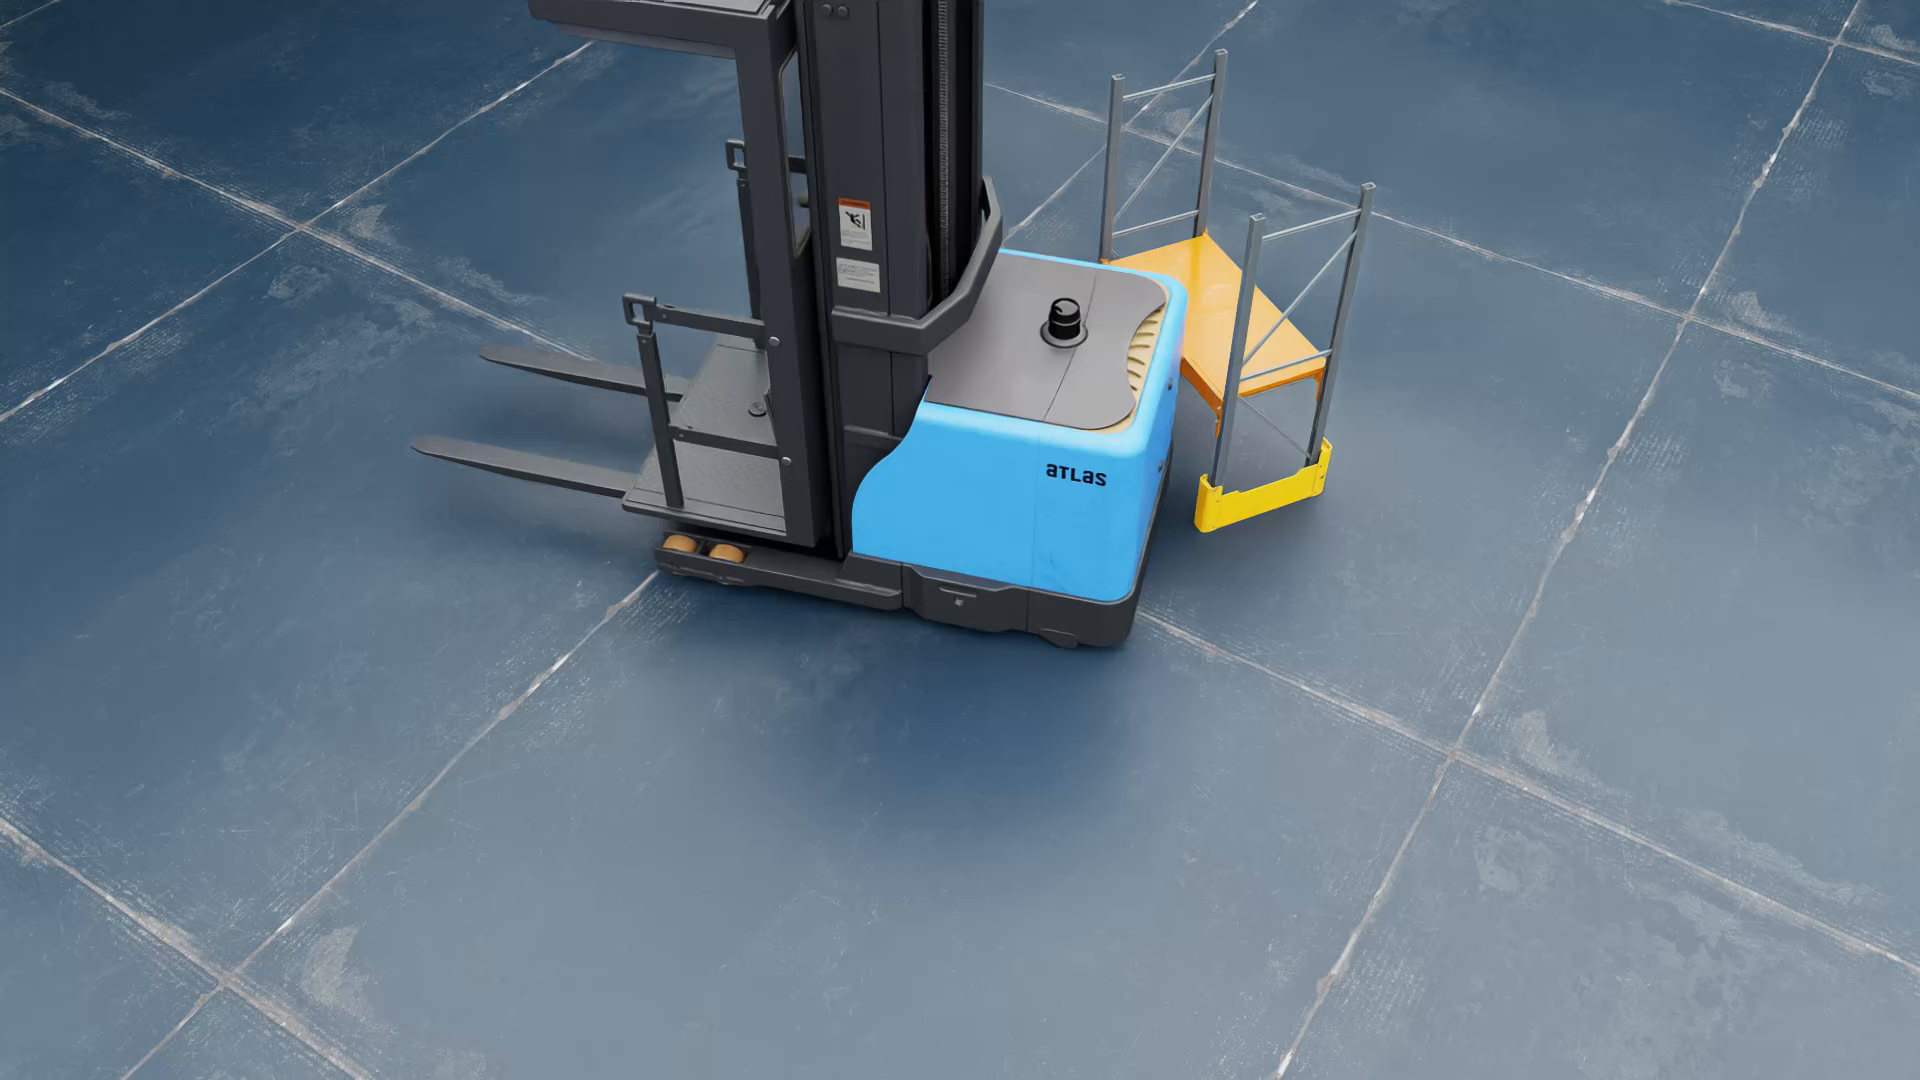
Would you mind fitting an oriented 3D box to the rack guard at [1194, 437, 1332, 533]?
[{"bbox_3d":[1.237,-0.226,6.796,0.587,0.250,0.087,-18,49,-17],"label":"rack guard"}]

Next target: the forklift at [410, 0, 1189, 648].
[{"bbox_3d":[-0.707,-1.198,5.870,3.031,2.935,1.130,11,47,10],"label":"forklift"}]

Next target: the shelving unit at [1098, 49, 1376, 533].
[{"bbox_3d":[1.030,-0.987,6.663,0.587,1.500,1.083,-18,49,-17],"label":"shelving unit"}]

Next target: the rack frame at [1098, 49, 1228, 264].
[{"bbox_3d":[0.816,-1.325,6.991,0.500,1.500,0.032,-18,49,-17],"label":"rack frame"}]

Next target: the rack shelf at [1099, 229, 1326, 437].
[{"bbox_3d":[1.027,-0.867,6.798,0.538,0.185,1.000,-18,49,-17],"label":"rack shelf"}]

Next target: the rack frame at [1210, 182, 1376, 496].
[{"bbox_3d":[1.237,-0.661,6.346,0.500,1.500,0.032,-18,49,-17],"label":"rack frame"}]
